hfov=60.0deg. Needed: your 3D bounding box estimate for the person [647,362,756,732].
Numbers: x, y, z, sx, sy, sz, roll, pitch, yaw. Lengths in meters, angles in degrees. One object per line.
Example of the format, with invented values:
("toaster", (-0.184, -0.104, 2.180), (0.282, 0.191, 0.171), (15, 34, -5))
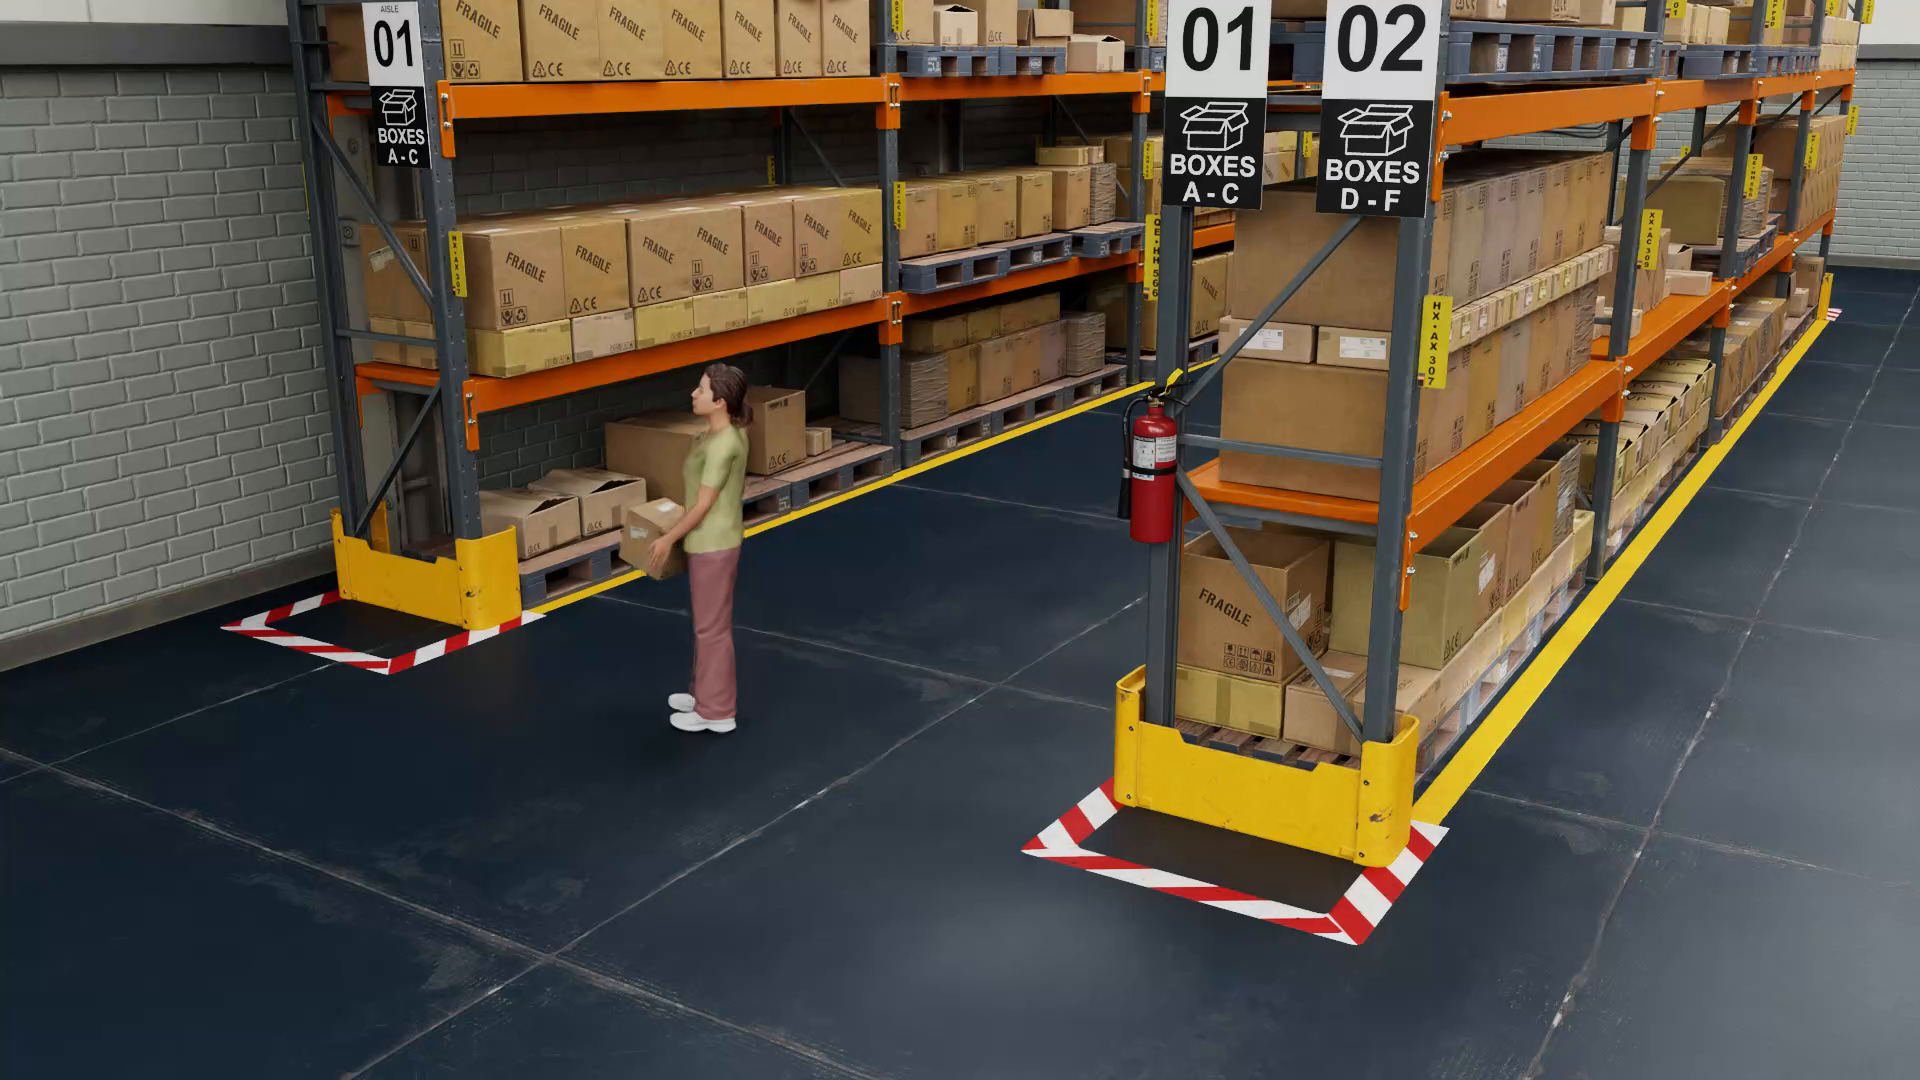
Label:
("person", (-1.125, 0.038, 7.388), (0.487, 1.680, 0.510), (-1, 16, -3))
